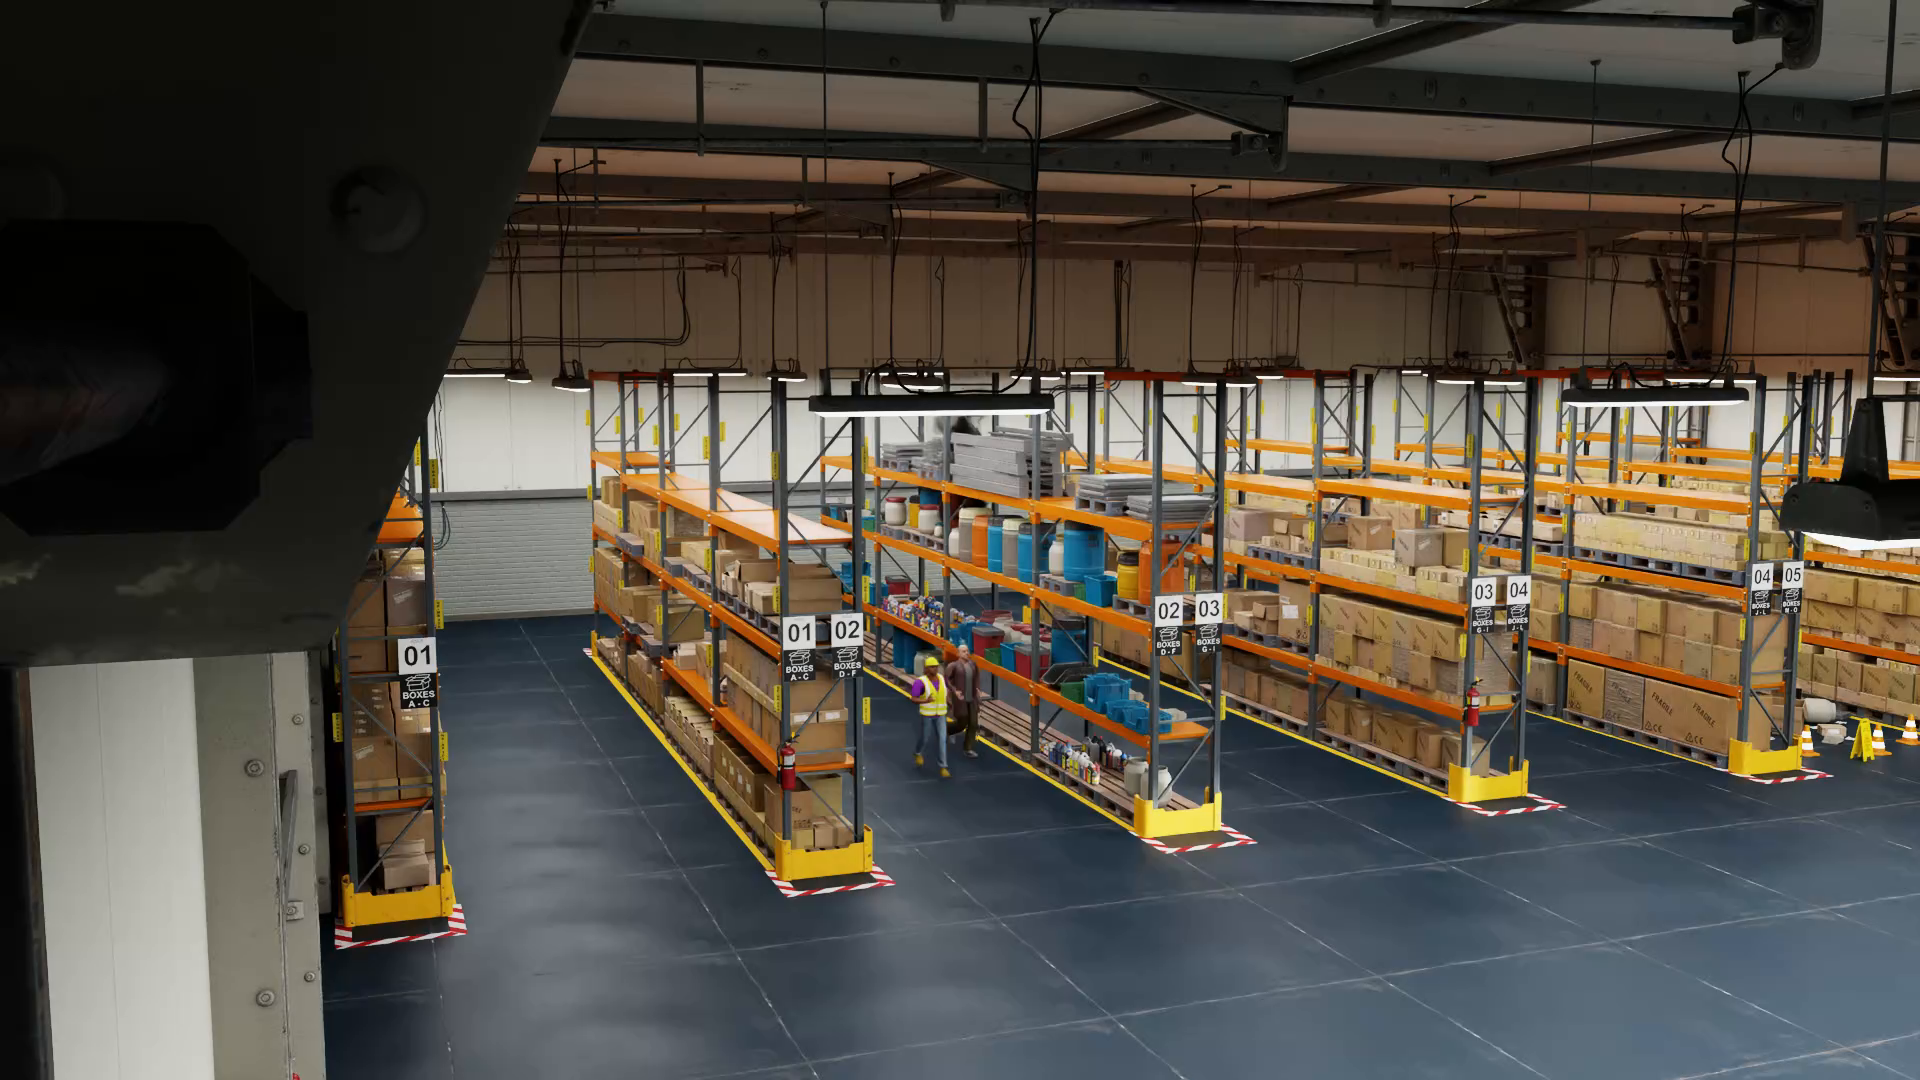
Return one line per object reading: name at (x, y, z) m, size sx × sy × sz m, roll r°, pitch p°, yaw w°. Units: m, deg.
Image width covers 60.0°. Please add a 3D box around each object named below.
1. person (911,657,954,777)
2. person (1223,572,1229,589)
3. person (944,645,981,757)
person at (-0.412, 2.634, 25.069) m, size 0.703 × 1.746 × 0.987 m, roll -3°, pitch 7°, yaw -22°
person at (5.803, 1.312, 37.646) m, size 0.568 × 1.728 × 0.745 m, roll -3°, pitch 7°, yaw -23°
person at (0.059, 2.510, 26.172) m, size 0.726 × 1.743 × 0.865 m, roll -4°, pitch 7°, yaw -30°
